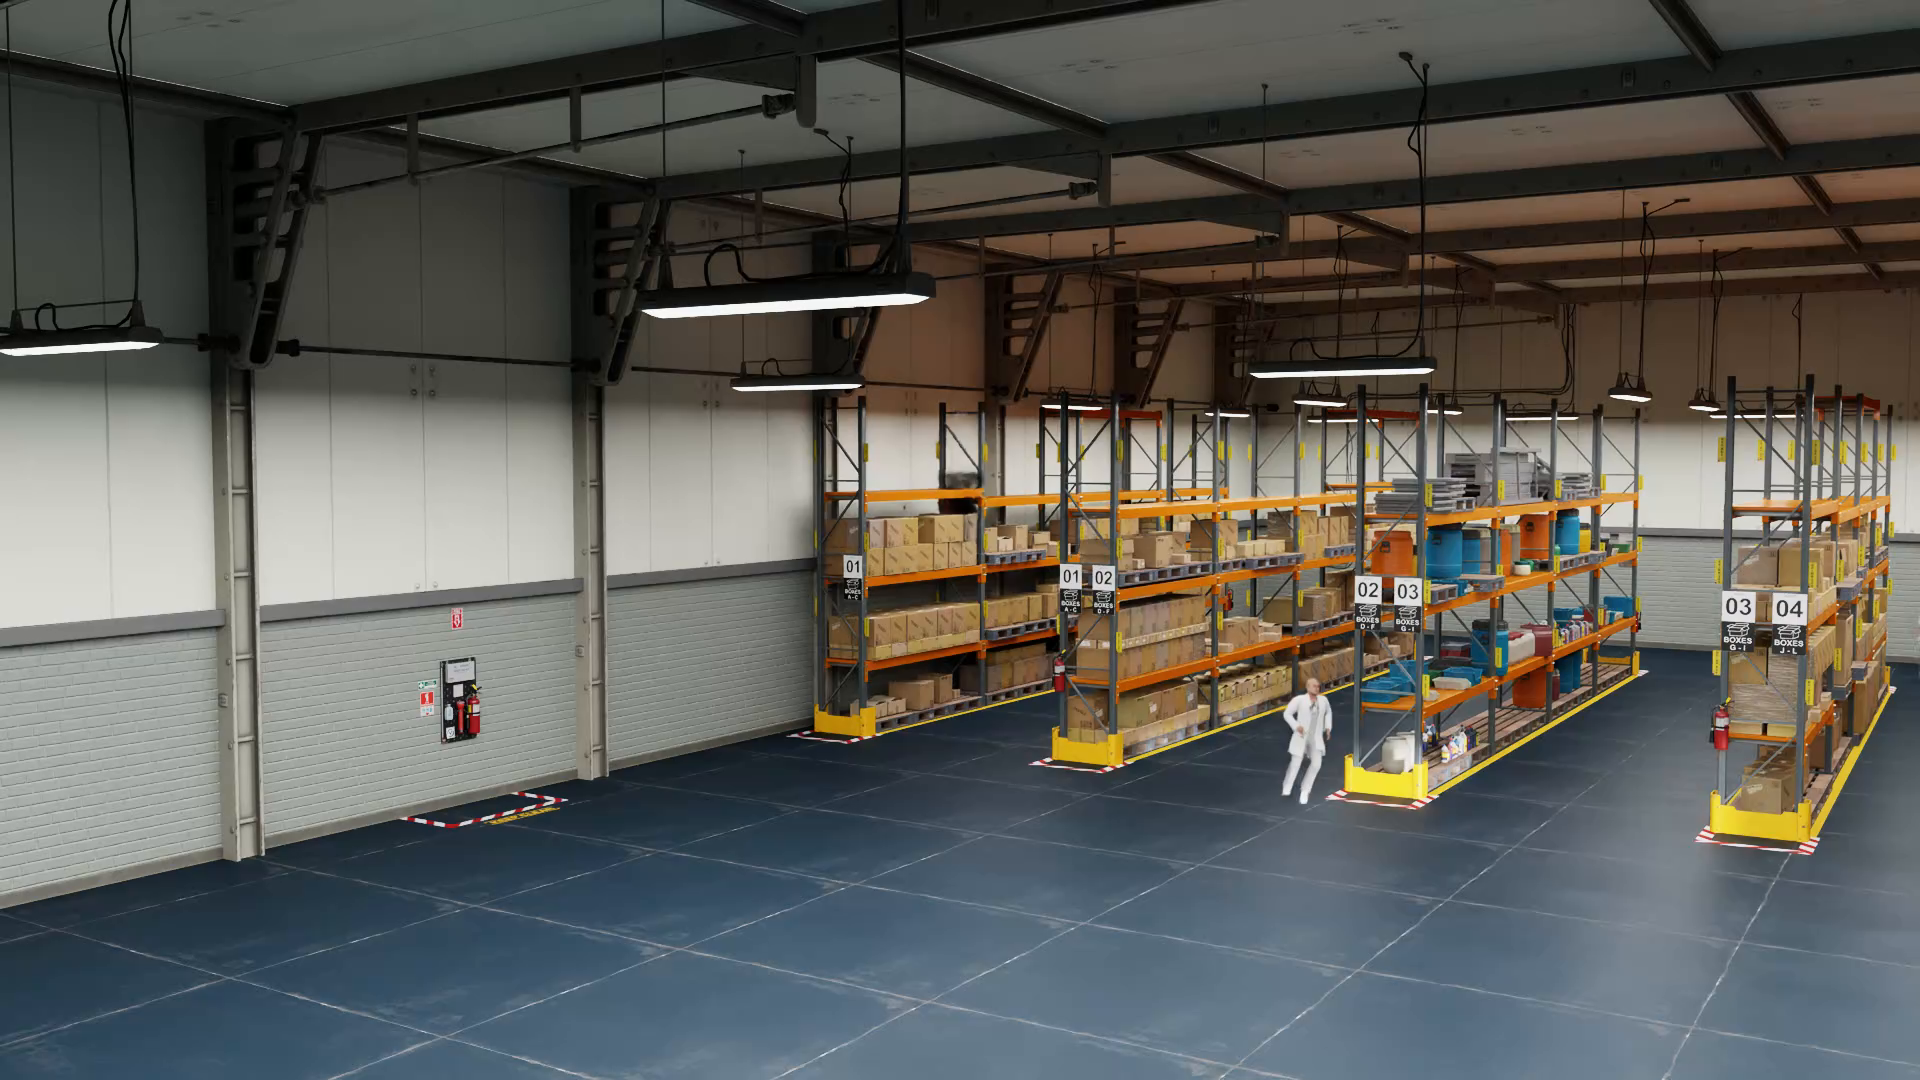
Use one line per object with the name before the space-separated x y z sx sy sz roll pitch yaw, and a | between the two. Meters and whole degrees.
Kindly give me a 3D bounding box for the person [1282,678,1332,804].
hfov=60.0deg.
person | 5.025 2.891 23.951 0.771 1.803 0.716 0 3 -4
